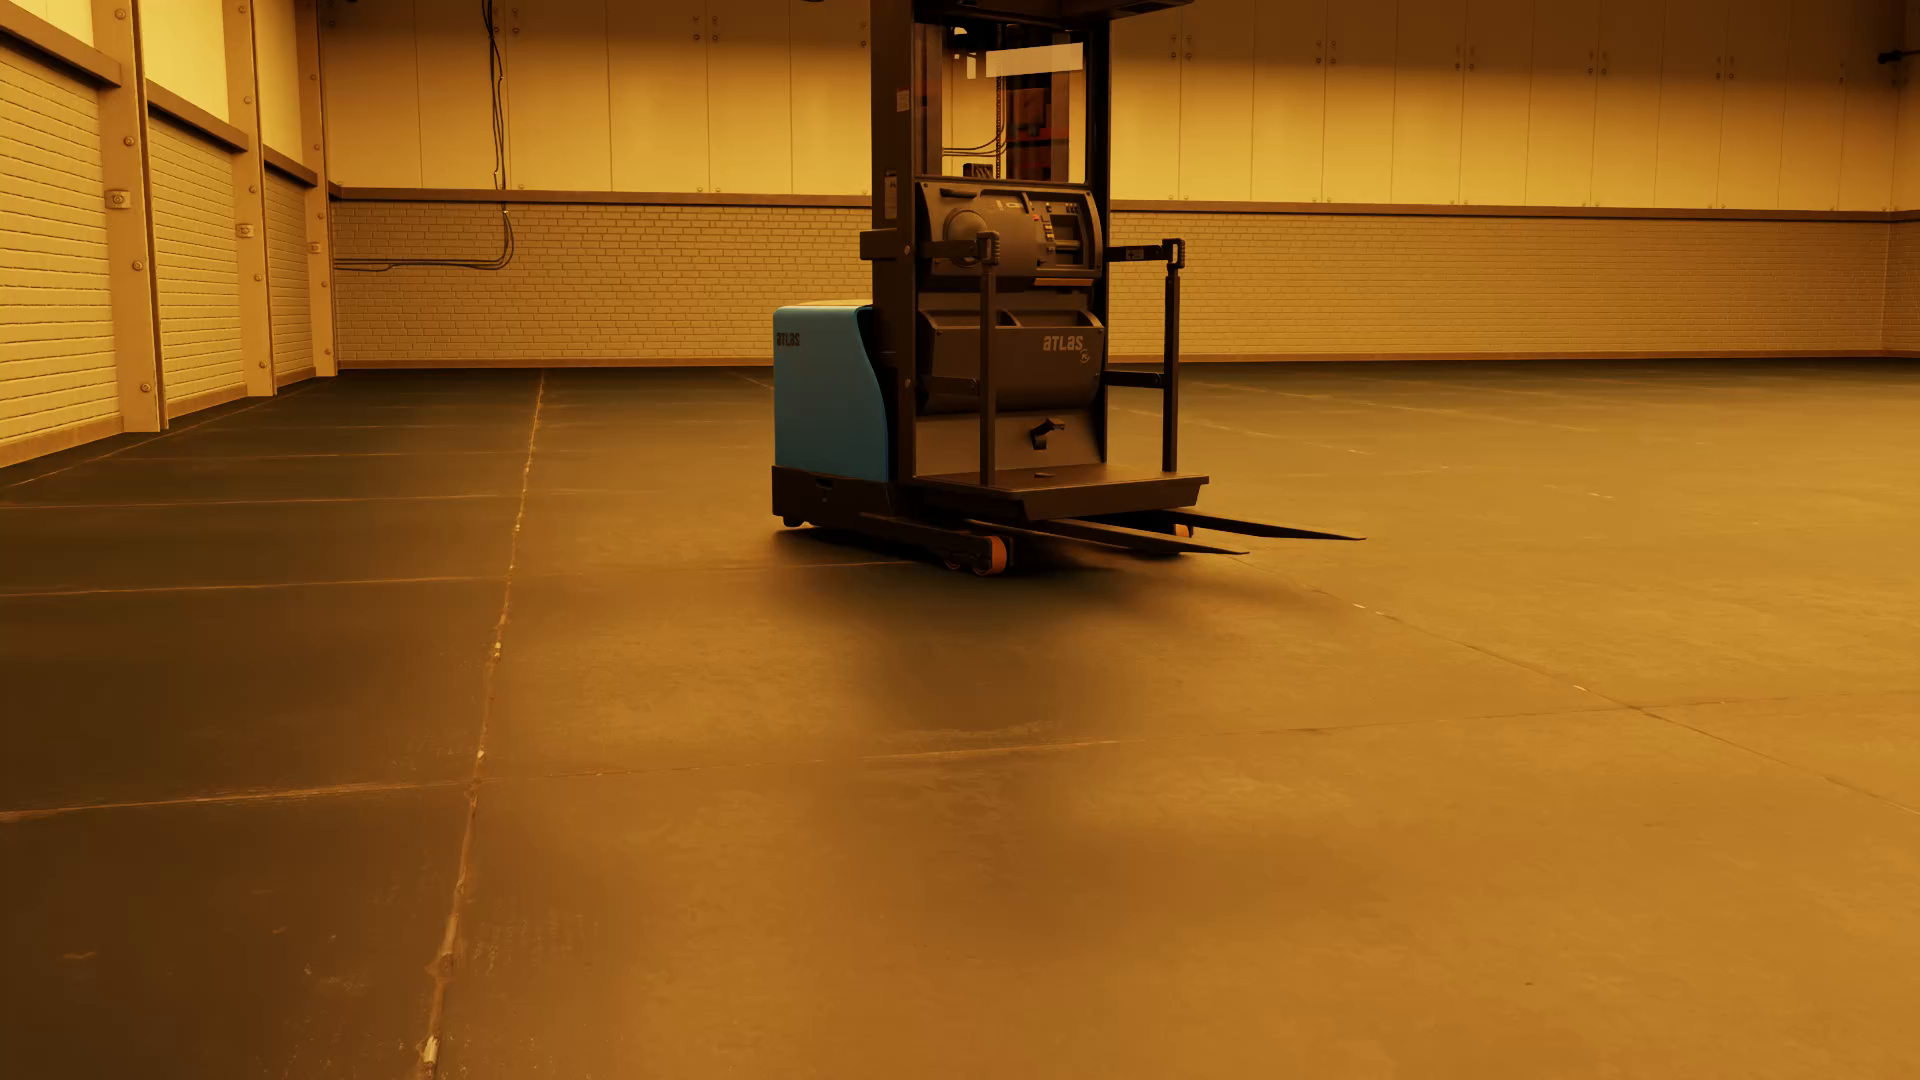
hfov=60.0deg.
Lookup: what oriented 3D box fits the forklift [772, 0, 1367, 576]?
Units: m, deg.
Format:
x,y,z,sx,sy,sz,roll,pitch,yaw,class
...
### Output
x,y,z,sx,sy,sz,roll,pitch,yaw,class
0.355,-1.383,7.015,1.130,2.935,3.031,-6,10,-35,forklift
